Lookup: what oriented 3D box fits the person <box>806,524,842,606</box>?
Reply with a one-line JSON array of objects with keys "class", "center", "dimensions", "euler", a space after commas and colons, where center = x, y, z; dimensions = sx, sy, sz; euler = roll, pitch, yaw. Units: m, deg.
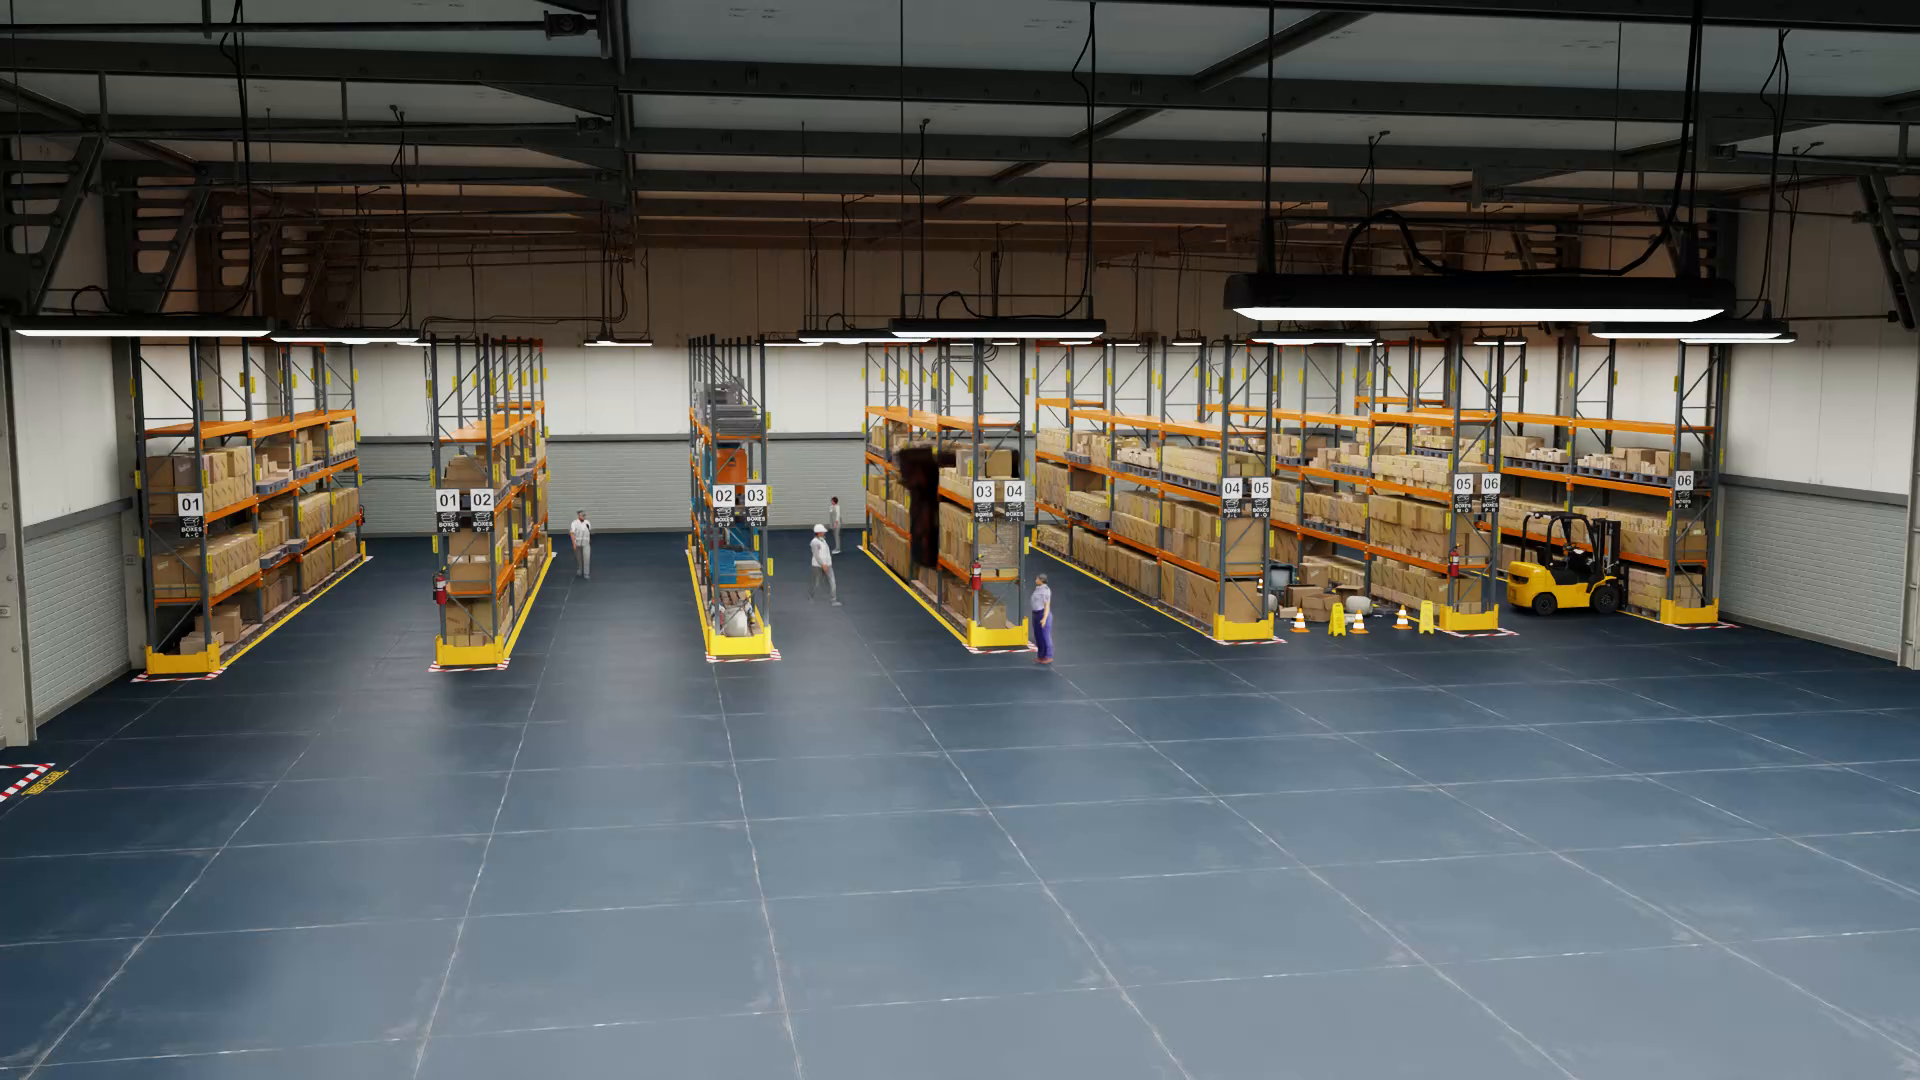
[{"class": "person", "center": [-2.943, 0.533, 35.276], "dimensions": [0.501, 1.740, 0.872], "euler": [-5, 8, -39]}]

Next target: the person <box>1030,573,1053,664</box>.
[{"class": "person", "center": [1.495, 1.438, 30.410], "dimensions": [0.374, 1.680, 0.524], "euler": [-3, 7, -24]}]

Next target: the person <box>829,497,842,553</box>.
[{"class": "person", "center": [-3.512, -0.407, 46.649], "dimensions": [0.374, 1.577, 0.417], "euler": [-4, 8, -32]}]

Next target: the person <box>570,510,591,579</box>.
[{"class": "person", "center": [-9.505, 0.089, 41.698], "dimensions": [0.517, 1.711, 1.060], "euler": [-1, 7, -11]}]
